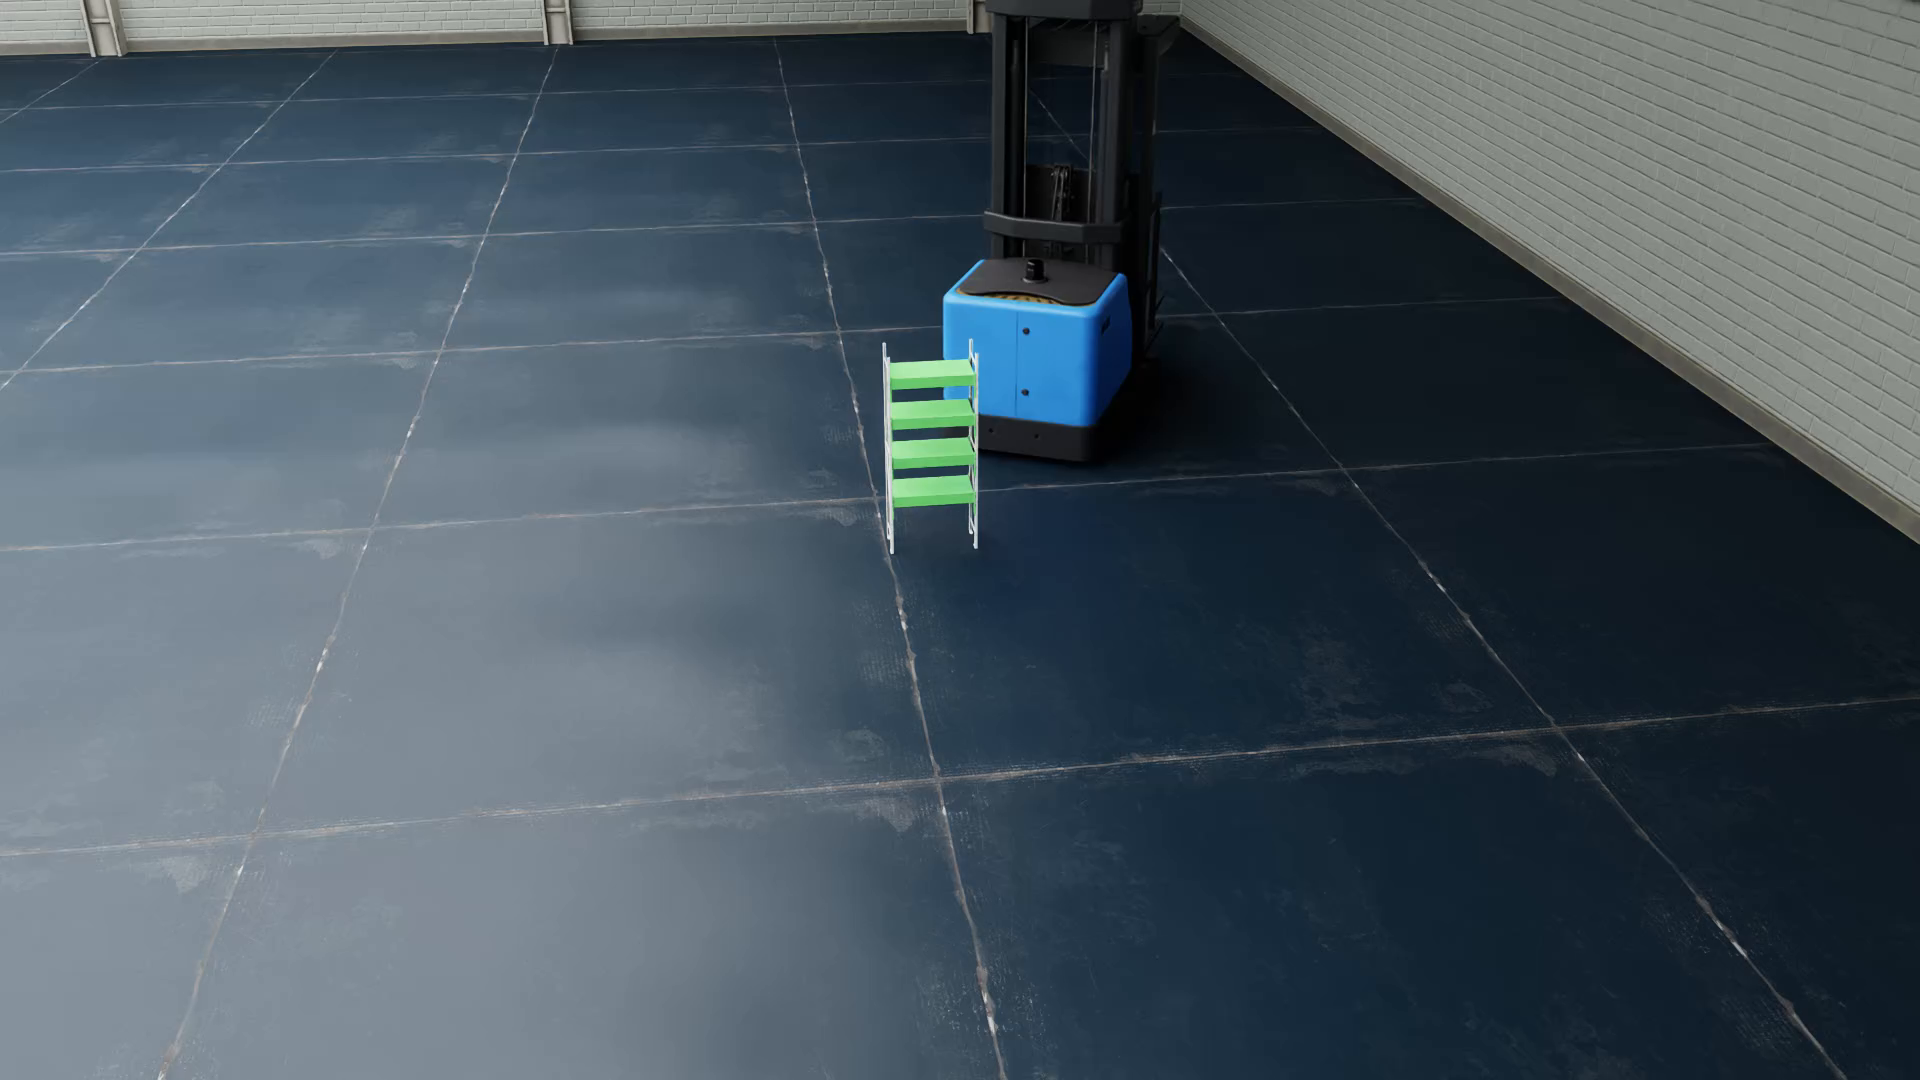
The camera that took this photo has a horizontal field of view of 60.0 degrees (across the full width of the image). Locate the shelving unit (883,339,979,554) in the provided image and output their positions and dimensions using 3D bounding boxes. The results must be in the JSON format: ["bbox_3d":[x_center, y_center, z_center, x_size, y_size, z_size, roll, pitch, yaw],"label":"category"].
[{"bbox_3d":[-0.164,-0.523,9.456,0.503,1.200,0.258,-4,27,-7],"label":"shelving unit"}]

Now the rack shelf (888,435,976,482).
[{"bbox_3d":[-0.164,-0.466,9.485,0.480,0.148,0.258,-4,27,-7],"label":"rack shelf"}]

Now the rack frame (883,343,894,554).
[{"bbox_3d":[-0.406,-0.508,9.425,0.015,1.200,0.240,-4,27,-7],"label":"rack frame"}]

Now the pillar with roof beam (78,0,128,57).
[{"bbox_3d":[-10.970,-8.671,16.793,0.400,9.000,9.100,-4,27,-7],"label":"pillar with roof beam"}]

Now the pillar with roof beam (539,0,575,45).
[{"bbox_3d":[-5.029,-9.053,17.536,0.400,9.000,9.100,-4,27,-7],"label":"pillar with roof beam"}]

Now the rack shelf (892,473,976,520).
[{"bbox_3d":[-0.164,-0.253,9.594,0.480,0.148,0.258,-4,27,-7],"label":"rack shelf"}]

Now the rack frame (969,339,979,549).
[{"bbox_3d":[0.078,-0.539,9.486,0.015,1.200,0.240,-4,27,-7],"label":"rack frame"}]

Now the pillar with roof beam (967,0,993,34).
[{"bbox_3d":[0.913,-9.435,18.280,0.400,9.000,9.100,-4,27,-7],"label":"pillar with roof beam"}]

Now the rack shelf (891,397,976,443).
[{"bbox_3d":[-0.164,-0.680,9.375,0.480,0.148,0.258,-4,27,-7],"label":"rack shelf"}]

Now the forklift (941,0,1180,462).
[{"bbox_3d":[0.819,-2.453,11.321,1.130,2.935,3.031,8,28,16],"label":"forklift"}]

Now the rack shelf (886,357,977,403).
[{"bbox_3d":[-0.164,-0.894,9.266,0.480,0.148,0.258,-4,27,-7],"label":"rack shelf"}]
